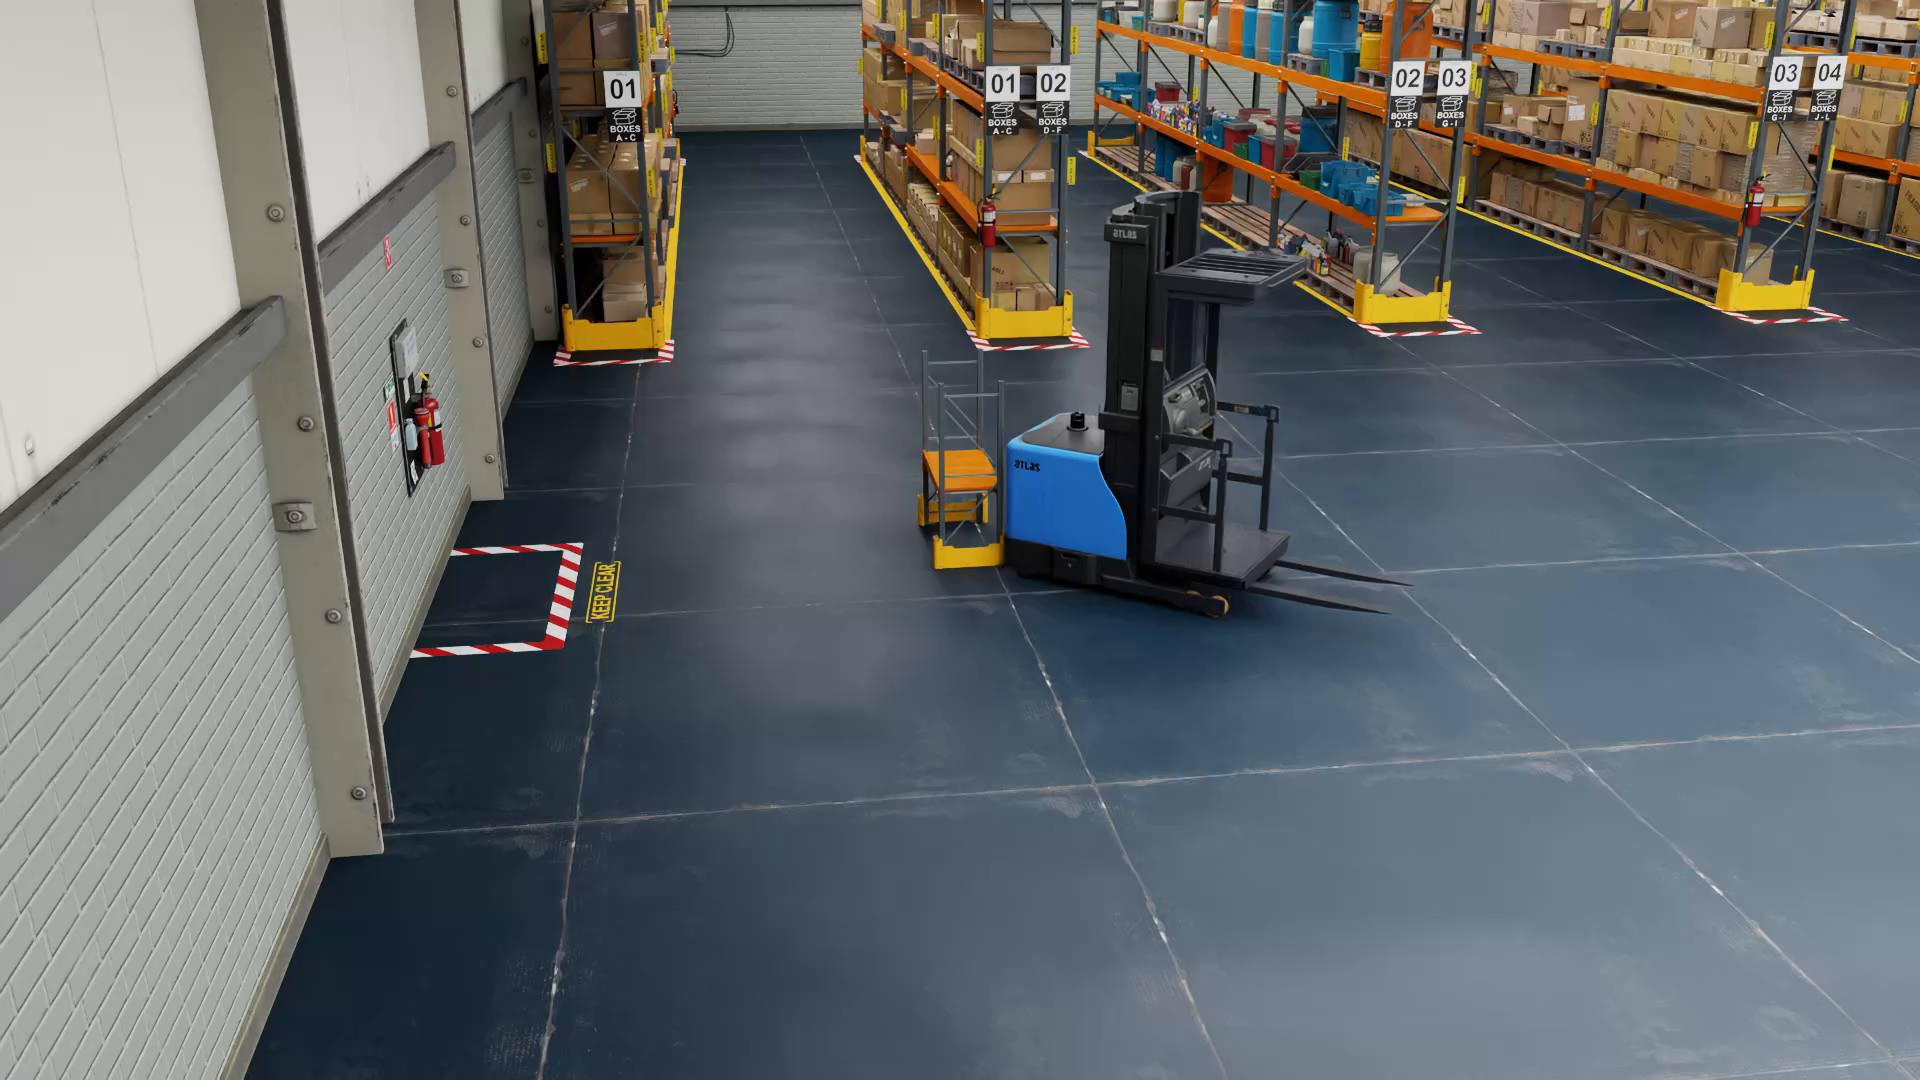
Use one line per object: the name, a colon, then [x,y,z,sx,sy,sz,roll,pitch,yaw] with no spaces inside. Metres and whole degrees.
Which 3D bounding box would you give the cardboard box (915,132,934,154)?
cardboard box: [-0.435,-6.363,26.592,0.500,0.311,0.500,-3,21,-8]

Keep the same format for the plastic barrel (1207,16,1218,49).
plastic barrel: [4.272,-8.307,27.224,0.421,0.512,0.421,0,20,0]

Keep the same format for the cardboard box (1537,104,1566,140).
cardboard box: [9.667,-6.678,26.561,0.797,0.503,0.637,-1,20,-2]

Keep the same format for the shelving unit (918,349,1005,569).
shelving unit: [0.011,-0.676,13.383,0.587,1.500,1.083,-3,21,-8]

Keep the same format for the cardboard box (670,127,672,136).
cardboard box: [-5.990,-8.211,33.459,0.380,0.149,0.250,-2,21,-6]

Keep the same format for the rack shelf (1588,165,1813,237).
rack shelf: [10.296,-4.808,23.330,1.077,0.370,4.000,-3,21,-8]

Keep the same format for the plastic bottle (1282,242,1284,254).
plastic bottle: [4.748,-4.280,24.259,0.097,0.201,0.097,0,20,0]

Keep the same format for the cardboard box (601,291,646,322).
cardboard box: [-4.131,-2.894,20.390,0.500,0.311,0.500,-5,21,-14]

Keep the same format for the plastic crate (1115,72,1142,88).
plastic crate: [3.610,-9.680,35.211,0.616,0.435,0.499,-3,21,-8]

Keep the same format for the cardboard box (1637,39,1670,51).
cardboard box: [9.874,-7.047,23.654,0.380,0.149,0.250,-3,21,-7]

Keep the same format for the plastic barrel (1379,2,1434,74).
plastic barrel: [5.488,-6.168,20.441,0.600,0.830,0.708,-3,21,-8]

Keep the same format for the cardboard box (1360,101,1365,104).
cardboard box: [8.338,-8.935,33.710,0.380,0.149,0.250,-3,21,-7]

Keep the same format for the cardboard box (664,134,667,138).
cardboard box: [-5.074,-6.674,27.629,0.380,0.149,0.250,-2,21,-6]

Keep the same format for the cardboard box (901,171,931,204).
cardboard box: [-0.739,-6.071,28.627,0.500,0.500,0.500,-2,21,-6]

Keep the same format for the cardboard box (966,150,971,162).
cardboard box: [0.279,-5.051,21.882,0.380,0.149,0.250,-3,21,-8]

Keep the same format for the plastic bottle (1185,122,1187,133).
plastic bottle: [3.976,-7.220,29.043,0.097,0.201,0.097,0,20,0]

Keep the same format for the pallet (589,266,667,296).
pallet: [-4.565,-3.551,22.921,1.003,0.211,1.213,-3,21,-8]

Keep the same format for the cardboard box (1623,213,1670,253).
cardboard box: [10.116,-4.525,24.516,0.500,0.500,0.500,4,21,9]

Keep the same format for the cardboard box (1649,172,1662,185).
cardboard box: [9.971,-5.111,23.473,0.380,0.149,0.250,-3,21,-8]

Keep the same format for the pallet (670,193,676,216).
pallet: [-5.485,-5.865,29.117,1.003,0.211,1.213,-3,21,-8]

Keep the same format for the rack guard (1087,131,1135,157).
rack guard: [3.361,-8.579,35.971,1.175,0.500,0.348,-3,21,-8]

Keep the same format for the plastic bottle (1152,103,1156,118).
plastic bottle: [3.652,-8.030,31.112,0.097,0.271,0.097,0,20,0]

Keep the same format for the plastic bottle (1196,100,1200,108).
plastic bottle: [4.437,-7.969,30.835,0.144,0.351,0.185,-3,21,-8]

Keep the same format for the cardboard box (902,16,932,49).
cardboard box: [-0.468,-8.325,27.289,0.910,0.500,0.500,-3,21,-8]

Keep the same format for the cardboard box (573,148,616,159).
cardboard box: [-4.612,-4.674,21.057,0.500,0.500,0.500,-3,21,-7]

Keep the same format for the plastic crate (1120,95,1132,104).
plastic crate: [3.405,-8.850,33.415,0.293,0.136,0.466,-3,21,-8]

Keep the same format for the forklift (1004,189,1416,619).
forklift: [1.881,-1.011,12.233,3.031,2.935,1.130,11,23,27]

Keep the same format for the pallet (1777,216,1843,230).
pallet: [14.566,-5.433,27.961,1.003,0.211,1.213,-3,21,-8]

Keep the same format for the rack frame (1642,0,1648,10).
rack frame: [13.778,-11.633,32.001,1.000,3.000,0.127,-3,21,-8]

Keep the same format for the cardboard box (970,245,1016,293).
cardboard box: [0.410,-3.385,20.749,0.500,0.500,0.500,-3,21,-8]

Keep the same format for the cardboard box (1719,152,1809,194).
cardboard box: [10.533,-4.830,21.794,0.875,0.500,0.500,-3,21,-8]

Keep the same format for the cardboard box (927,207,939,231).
cardboard box: [-0.218,-4.816,24.851,0.500,0.311,0.500,-2,21,-6]

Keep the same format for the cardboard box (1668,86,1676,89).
cardboard box: [13.567,-8.573,31.291,0.380,0.149,0.250,-2,21,-6]

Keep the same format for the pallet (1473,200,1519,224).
pallet: [9.543,-5.645,28.529,1.003,0.211,1.213,-3,21,-8]

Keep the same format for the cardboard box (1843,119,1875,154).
cardboard box: [14.518,-6.441,26.533,0.500,0.500,0.500,-3,21,-8]

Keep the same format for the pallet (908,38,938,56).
pallet: [-0.186,-7.810,26.323,1.213,0.211,1.003,-2,21,-5]

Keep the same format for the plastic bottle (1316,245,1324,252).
plastic bottle: [5.044,-4.021,23.459,0.152,0.276,0.135,-3,21,-8]

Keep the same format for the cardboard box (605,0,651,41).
cardboard box: [-4.266,-6.668,21.393,0.500,0.500,0.500,-2,21,-5]

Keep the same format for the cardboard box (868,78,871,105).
cardboard box: [-1.573,-9.021,33.440,0.500,0.500,0.500,-3,21,-8]

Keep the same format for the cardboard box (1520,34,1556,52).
cardboard box: [9.405,-8.026,26.846,0.500,0.250,0.500,-2,21,-7]

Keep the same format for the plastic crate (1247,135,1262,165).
plastic crate: [4.640,-5.946,25.373,0.392,0.384,0.575,-3,21,-8]

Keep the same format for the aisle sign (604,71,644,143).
aisle sign: [-3.813,-4.911,18.862,0.394,0.787,0.004,-3,21,-8]

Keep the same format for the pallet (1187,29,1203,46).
pallet: [4.517,-8.559,28.328,1.003,0.211,1.213,-3,21,-8]

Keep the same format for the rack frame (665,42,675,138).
rack frame: [-6.426,-9.243,34.175,1.000,3.000,0.127,-3,21,-8]

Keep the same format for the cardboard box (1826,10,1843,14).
cardboard box: [14.802,-8.698,27.814,0.500,0.311,0.500,-3,21,-8]

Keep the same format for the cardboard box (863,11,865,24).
cardboard box: [-1.703,-10.638,33.839,0.500,0.250,0.500,-3,21,-8]

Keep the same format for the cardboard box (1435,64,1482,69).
cardboard box: [9.148,-8.451,30.478,0.797,0.503,0.637,-2,21,-6]

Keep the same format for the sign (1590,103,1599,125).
sign: [9.459,-6.351,24.777,0.100,0.325,0.005,-3,21,-8]

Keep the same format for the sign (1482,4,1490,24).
sign: [8.881,-8.882,28.070,0.100,0.325,0.005,-3,21,-8]

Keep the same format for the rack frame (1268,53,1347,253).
rack frame: [5.107,-5.588,24.389,1.000,3.000,0.127,-3,21,-8]

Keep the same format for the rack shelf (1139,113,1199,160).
rack shelf: [4.242,-7.328,30.077,1.077,0.370,4.000,-3,21,-8]
